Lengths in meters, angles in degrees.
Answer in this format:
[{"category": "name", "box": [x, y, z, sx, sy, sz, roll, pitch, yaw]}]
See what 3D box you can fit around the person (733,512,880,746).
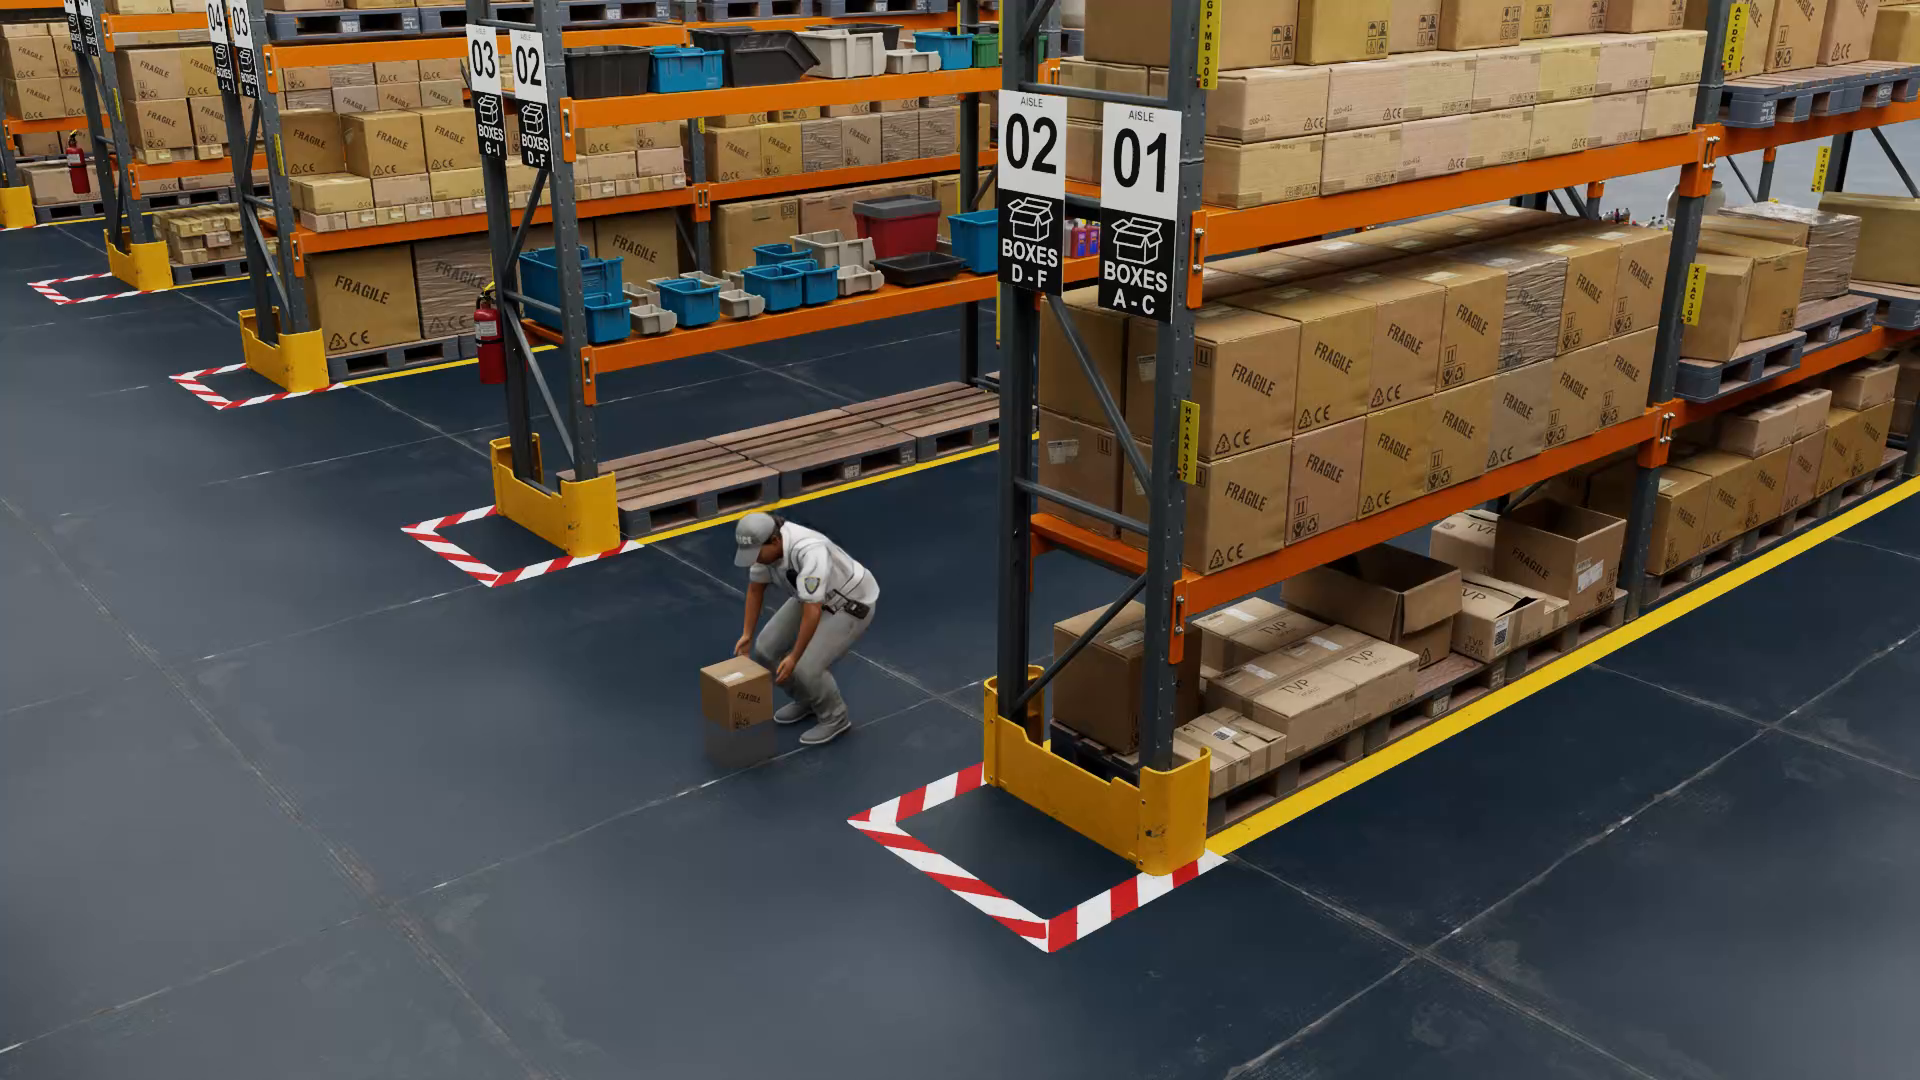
[{"category": "person", "box": [-0.760, 0.388, 8.176, 0.794, 1.239, 0.540, -17, 27, -37]}]
